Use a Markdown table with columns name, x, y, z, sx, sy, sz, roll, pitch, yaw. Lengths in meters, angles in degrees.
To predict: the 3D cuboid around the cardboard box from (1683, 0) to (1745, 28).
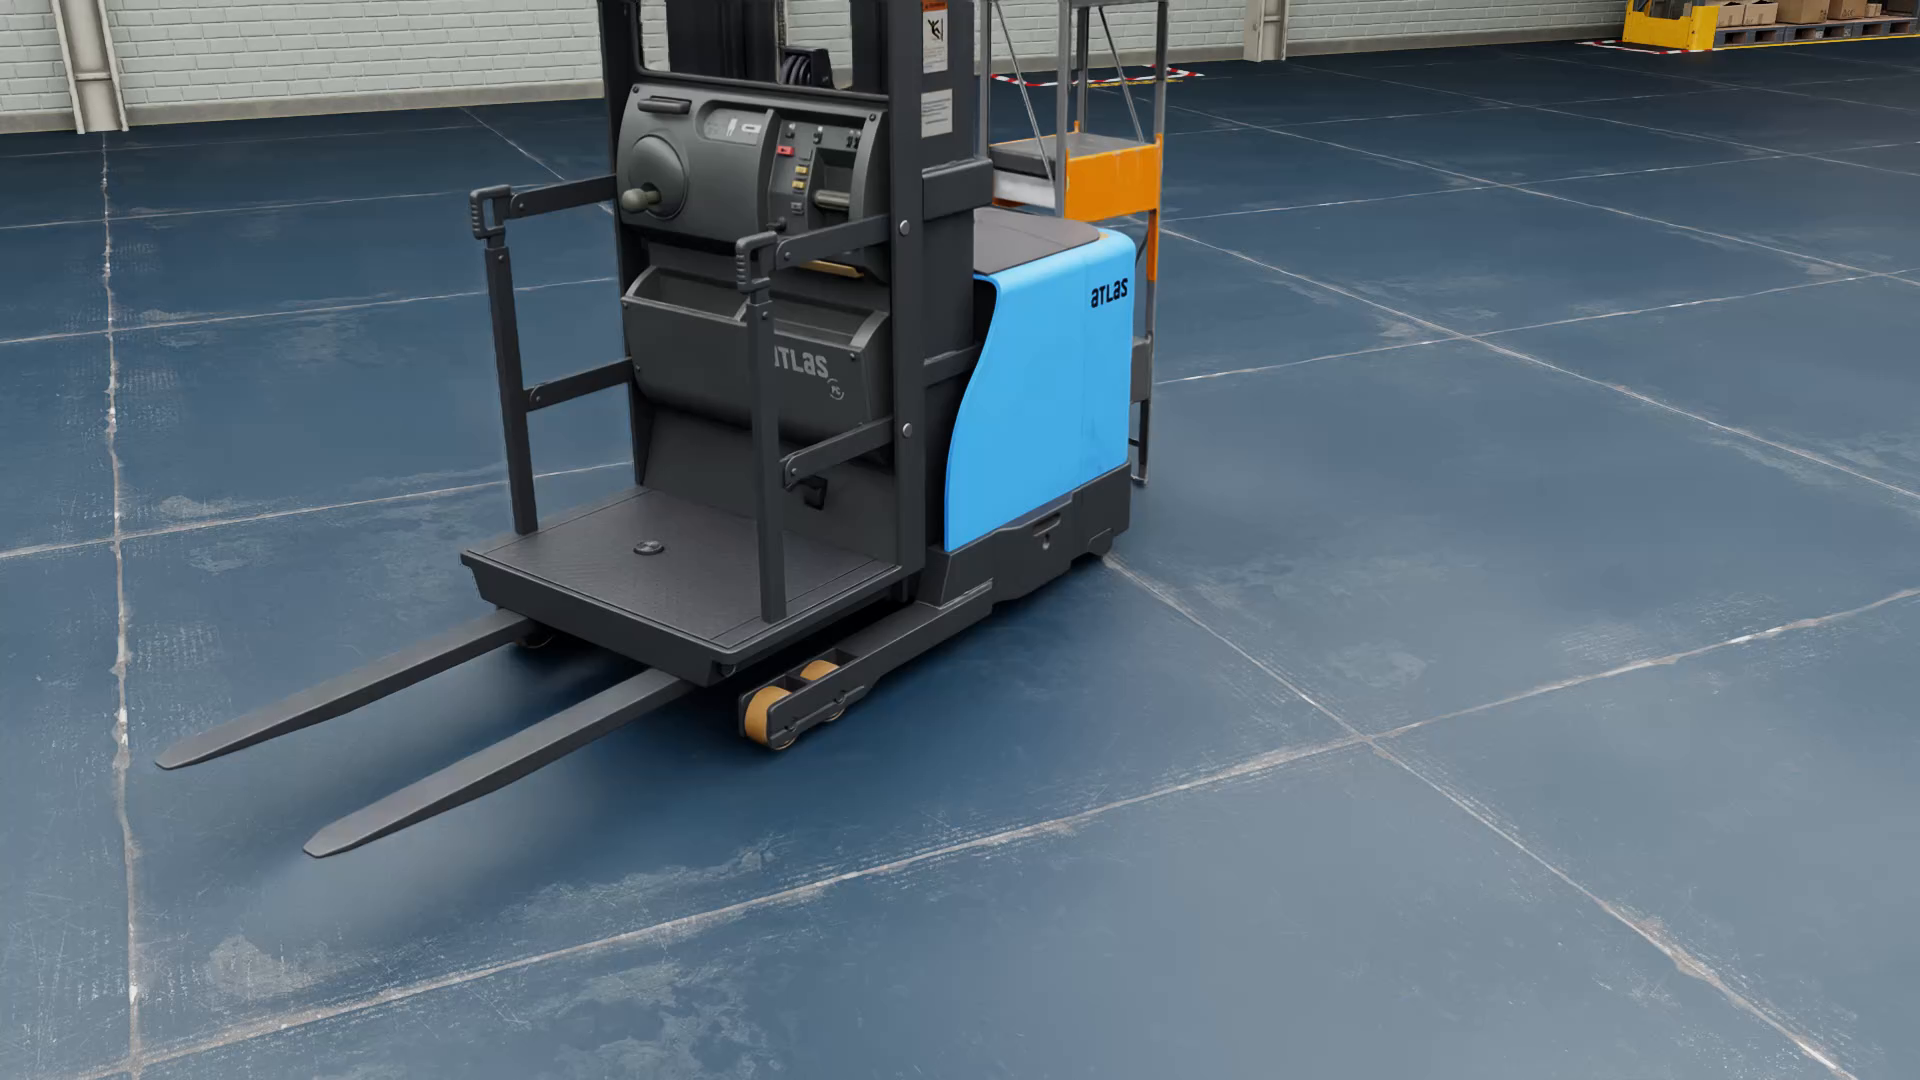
| name | x | y | z | sx | sy | sz | roll | pitch | yaw |
| --- | --- | --- | --- | --- | --- | --- | --- | --- | --- |
| cardboard box | 9.292 | -6.515 | 20.508 | 0.500 | 0.311 | 0.500 | -14 | 26 | -30 |

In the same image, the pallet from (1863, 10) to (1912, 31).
| name | x | y | z | sx | sy | sz | roll | pitch | yaw |
| --- | --- | --- | --- | --- | --- | --- | --- | --- | --- |
| pallet | 12.935 | -6.975 | 22.325 | 1.213 | 0.211 | 1.003 | -10 | 25 | -24 |

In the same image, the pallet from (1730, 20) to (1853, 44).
| name | x | y | z | sx | sy | sz | roll | pitch | yaw |
| --- | --- | --- | --- | --- | --- | --- | --- | --- | --- |
| pallet | 10.543 | -6.518 | 21.220 | 1.213 | 0.211 | 1.003 | -10 | 25 | -24 |

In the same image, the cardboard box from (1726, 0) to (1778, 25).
| name | x | y | z | sx | sy | sz | roll | pitch | yaw |
| --- | --- | --- | --- | --- | --- | --- | --- | --- | --- |
| cardboard box | 9.806 | -6.610 | 20.736 | 0.500 | 0.311 | 0.500 | -8 | 24 | -19 |

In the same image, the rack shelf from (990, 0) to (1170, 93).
| name | x | y | z | sx | sy | sz | roll | pitch | yaw |
| --- | --- | --- | --- | --- | --- | --- | --- | --- | --- |
| rack shelf | 0.387 | -1.809 | 5.580 | 0.480 | 0.518 | 0.431 | -20 | 30 | -39 |

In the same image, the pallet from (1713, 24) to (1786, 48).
| name | x | y | z | sx | sy | sz | roll | pitch | yaw |
| --- | --- | --- | --- | --- | --- | --- | --- | --- | --- |
| pallet | 9.445 | -6.317 | 20.735 | 1.213 | 0.211 | 1.003 | -10 | 25 | -24 |

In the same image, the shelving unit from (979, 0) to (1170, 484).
| name | x | y | z | sx | sy | sz | roll | pitch | yaw |
| --- | --- | --- | --- | --- | --- | --- | --- | --- | --- |
| shelving unit | 0.387 | -1.175 | 5.842 | 0.503 | 2.100 | 0.431 | -20 | 30 | -39 |

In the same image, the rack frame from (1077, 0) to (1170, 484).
| name | x | y | z | sx | sy | sz | roll | pitch | yaw |
| --- | --- | --- | --- | --- | --- | --- | --- | --- | --- |
| rack frame | 0.565 | -1.238 | 5.996 | 0.015 | 2.100 | 0.400 | -20 | 30 | -39 |

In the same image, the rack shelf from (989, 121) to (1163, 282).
| name | x | y | z | sx | sy | sz | roll | pitch | yaw |
| --- | --- | --- | --- | --- | --- | --- | --- | --- | --- |
| rack shelf | 0.387 | -1.162 | 5.847 | 0.480 | 0.518 | 0.431 | -20 | 30 | -39 |

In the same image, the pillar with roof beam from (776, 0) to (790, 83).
| name | x | y | z | sx | sy | sz | roll | pitch | yaw |
| --- | --- | --- | --- | --- | --- | --- | --- | --- | --- |
| pillar with roof beam | -0.061 | -7.182 | 11.336 | 0.400 | 9.000 | 9.100 | -10 | 25 | -24 |

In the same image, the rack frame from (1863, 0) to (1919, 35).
| name | x | y | z | sx | sy | sz | roll | pitch | yaw |
| --- | --- | --- | --- | --- | --- | --- | --- | --- | --- |
| rack frame | 12.234 | -8.134 | 21.478 | 0.127 | 3.000 | 1.000 | -10 | 25 | -24 |

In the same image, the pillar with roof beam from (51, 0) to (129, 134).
| name | x | y | z | sx | sy | sz | roll | pitch | yaw |
| --- | --- | --- | --- | --- | --- | --- | --- | --- | --- |
| pillar with roof beam | -5.467 | -6.187 | 8.931 | 0.400 | 9.000 | 9.100 | -10 | 25 | -24 |

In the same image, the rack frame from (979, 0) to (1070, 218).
| name | x | y | z | sx | sy | sz | roll | pitch | yaw |
| --- | --- | --- | --- | --- | --- | --- | --- | --- | --- |
| rack frame | 0.209 | -1.111 | 5.688 | 0.015 | 2.100 | 0.400 | -20 | 30 | -39 |

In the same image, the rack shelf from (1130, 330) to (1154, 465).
| name | x | y | z | sx | sy | sz | roll | pitch | yaw |
| --- | --- | --- | --- | --- | --- | --- | --- | --- | --- |
| rack shelf | 0.387 | -0.515 | 6.115 | 0.480 | 0.518 | 0.431 | -20 | 30 | -39 |

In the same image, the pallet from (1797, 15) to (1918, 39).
| name | x | y | z | sx | sy | sz | roll | pitch | yaw |
| --- | --- | --- | --- | --- | --- | --- | --- | --- | --- |
| pallet | 11.644 | -6.722 | 21.713 | 1.213 | 0.211 | 1.003 | -10 | 25 | -24 |

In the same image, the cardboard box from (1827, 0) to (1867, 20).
| name | x | y | z | sx | sy | sz | roll | pitch | yaw |
| --- | --- | --- | --- | --- | --- | --- | --- | --- | --- |
| cardboard box | 11.316 | -6.996 | 21.423 | 0.500 | 0.500 | 0.500 | -12 | 26 | -28 |

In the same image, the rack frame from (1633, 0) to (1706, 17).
| name | x | y | z | sx | sy | sz | roll | pitch | yaw |
| --- | --- | --- | --- | --- | --- | --- | --- | --- | --- |
| rack frame | 8.629 | -7.470 | 19.875 | 0.127 | 3.000 | 1.000 | -10 | 25 | -24 |

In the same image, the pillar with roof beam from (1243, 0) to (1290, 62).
| name | x | y | z | sx | sy | sz | roll | pitch | yaw |
| --- | --- | --- | --- | --- | --- | --- | --- | --- | --- |
| pillar with roof beam | 5.346 | -8.178 | 13.740 | 0.400 | 9.000 | 9.100 | -10 | 25 | -24 |

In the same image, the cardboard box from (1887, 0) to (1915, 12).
| name | x | y | z | sx | sy | sz | roll | pitch | yaw |
| --- | --- | --- | --- | --- | --- | --- | --- | --- | --- |
| cardboard box | 12.890 | -7.310 | 22.181 | 0.500 | 0.500 | 0.700 | -10 | 24 | -22 |

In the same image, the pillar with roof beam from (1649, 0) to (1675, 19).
| name | x | y | z | sx | sy | sz | roll | pitch | yaw |
| --- | --- | --- | --- | --- | --- | --- | --- | --- | --- |
| pillar with roof beam | 10.752 | -9.173 | 16.144 | 0.400 | 9.000 | 9.100 | -10 | 25 | -24 |

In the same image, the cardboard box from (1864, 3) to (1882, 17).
| name | x | y | z | sx | sy | sz | roll | pitch | yaw |
| --- | --- | --- | --- | --- | --- | --- | --- | --- | --- |
| cardboard box | 11.765 | -6.929 | 21.697 | 0.250 | 0.166 | 0.380 | -14 | 26 | -30 |

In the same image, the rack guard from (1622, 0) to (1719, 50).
| name | x | y | z | sx | sy | sz | roll | pitch | yaw |
| --- | --- | --- | --- | --- | --- | --- | --- | --- | --- |
| rack guard | 8.698 | -6.328 | 20.384 | 0.348 | 0.500 | 1.175 | -10 | 25 | -24 |

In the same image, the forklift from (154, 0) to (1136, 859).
| name | x | y | z | sx | sy | sz | roll | pitch | yaw |
| --- | --- | --- | --- | --- | --- | --- | --- | --- | --- |
| forklift | -0.714 | -1.011 | 4.360 | 1.130 | 2.935 | 3.031 | 16 | 28 | 34 |

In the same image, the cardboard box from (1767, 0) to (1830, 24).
| name | x | y | z | sx | sy | sz | roll | pitch | yaw |
| --- | --- | --- | --- | --- | --- | --- | --- | --- | --- |
| cardboard box | 10.488 | -6.802 | 20.952 | 0.500 | 0.500 | 0.700 | -12 | 25 | -27 |
